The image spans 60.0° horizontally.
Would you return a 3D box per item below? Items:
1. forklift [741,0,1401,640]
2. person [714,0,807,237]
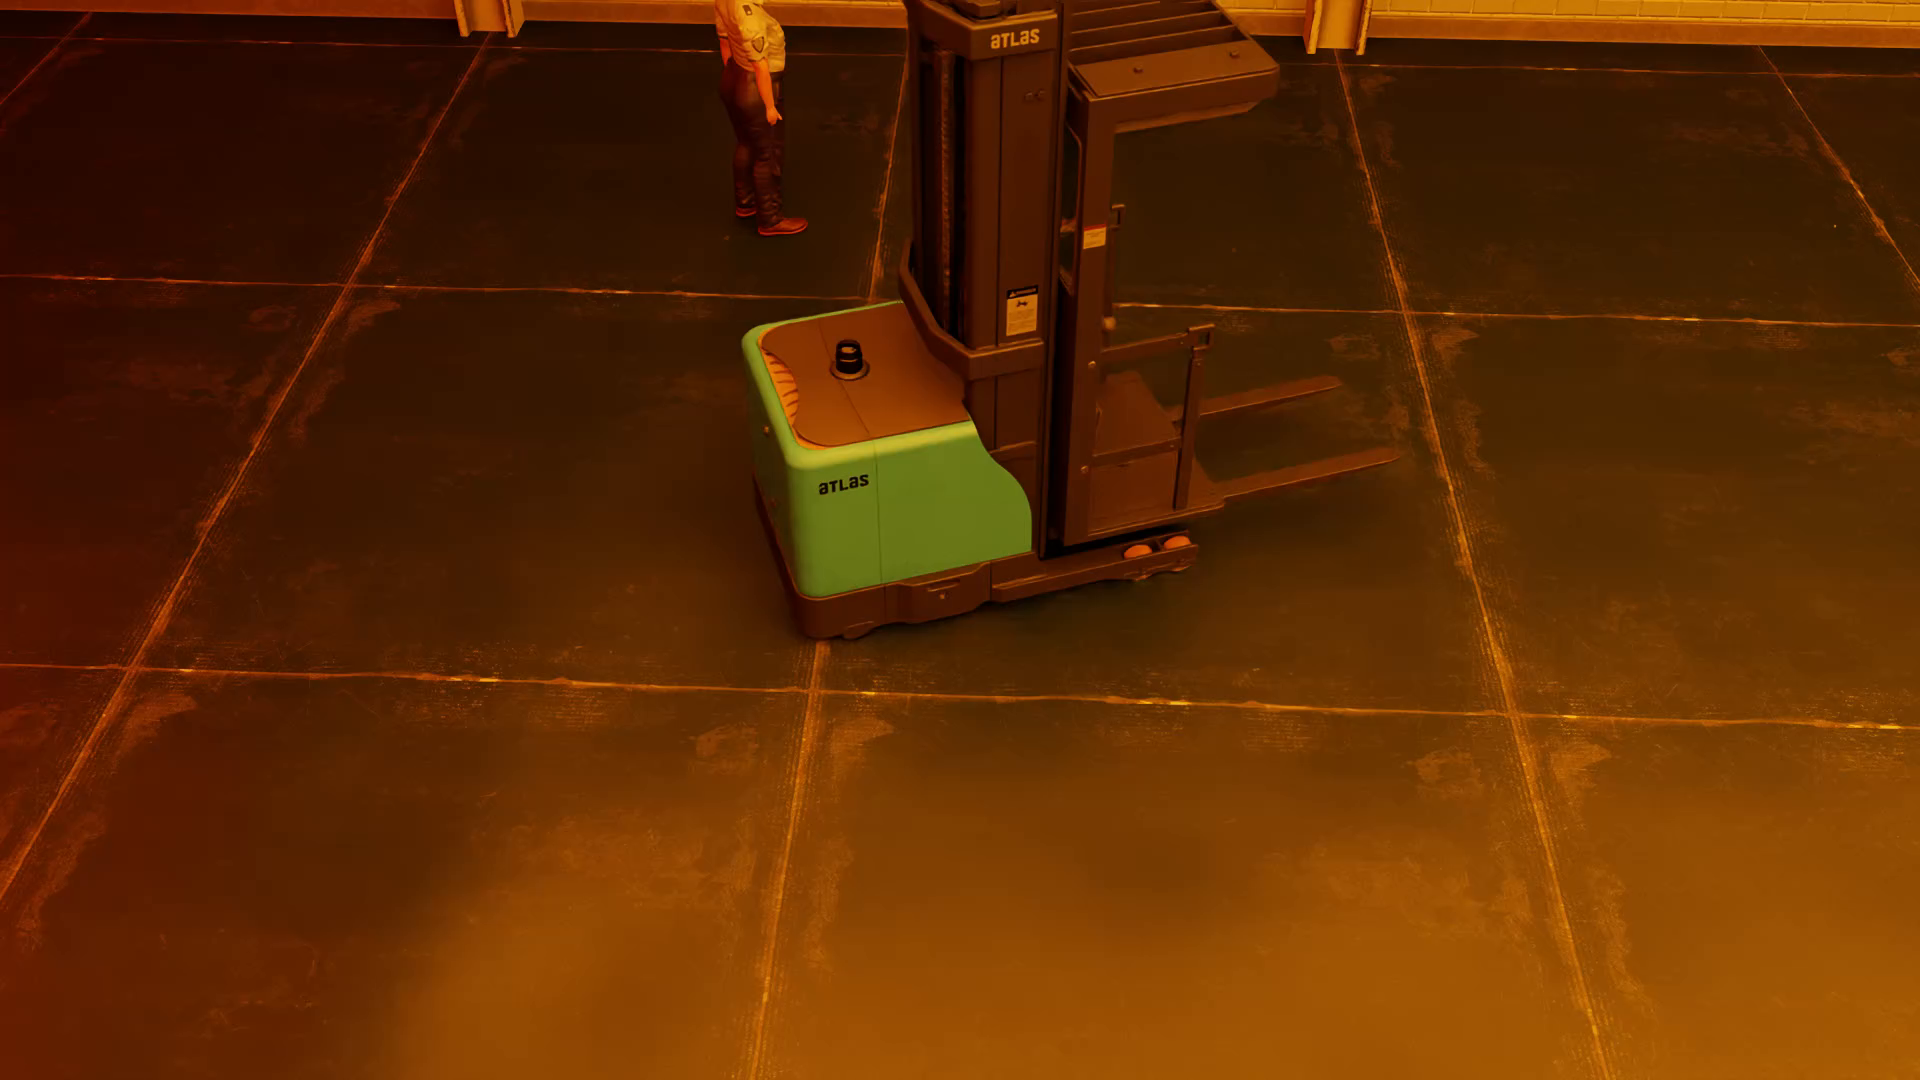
[{"bbox_3d":[0.592,-1.225,7.084,3.031,2.935,1.130,-12,44,-13],"label":"forklift"},{"bbox_3d":[-1.164,-2.541,9.480,0.348,1.653,0.479,-23,47,-23],"label":"person"}]
